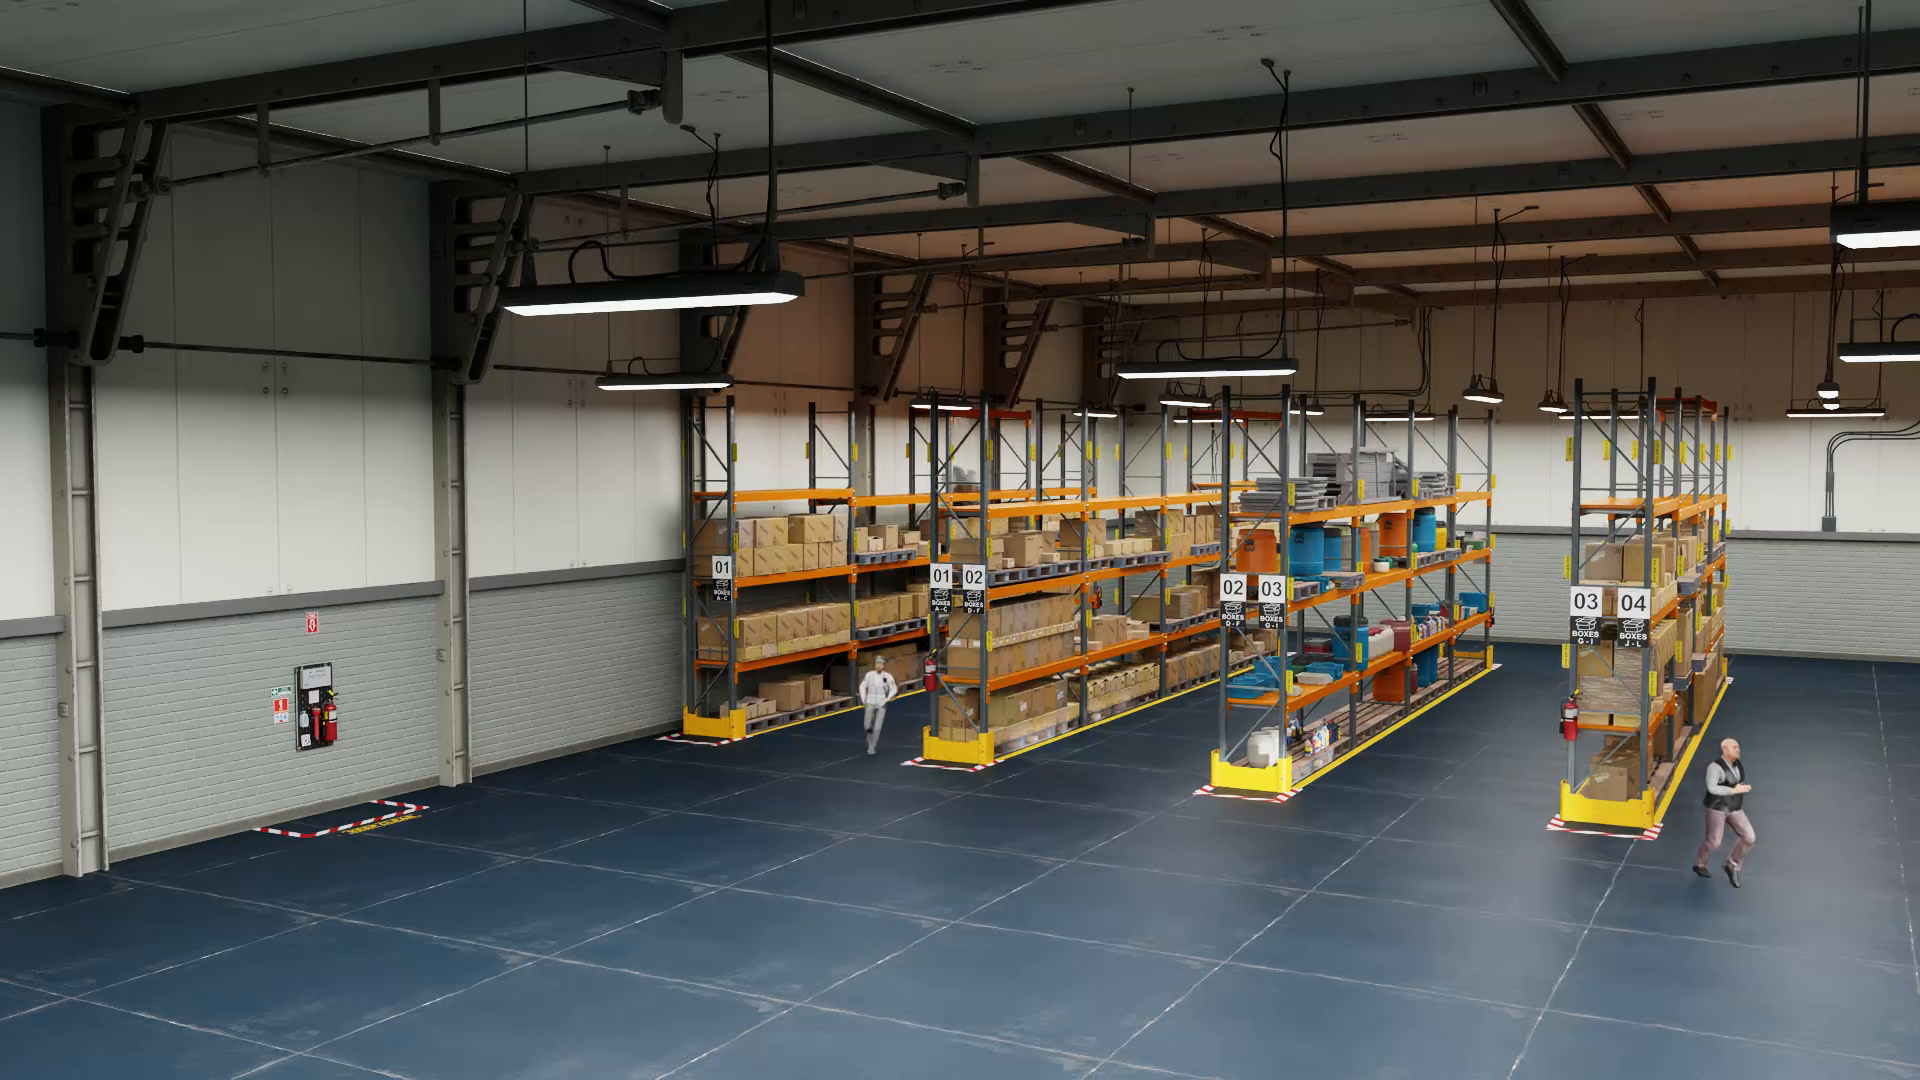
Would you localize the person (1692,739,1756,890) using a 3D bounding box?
[{"bbox_3d":[8.814,3.136,19.190,0.680,1.732,0.822,-1,3,-24],"label":"person"}]

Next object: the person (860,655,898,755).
[{"bbox_3d":[-1.357,2.728,27.732,0.641,1.650,0.518,0,3,6],"label":"person"}]

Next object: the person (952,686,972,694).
[{"bbox_3d":[0.100,2.512,30.650,0.651,1.740,0.580,1,3,22],"label":"person"}]
